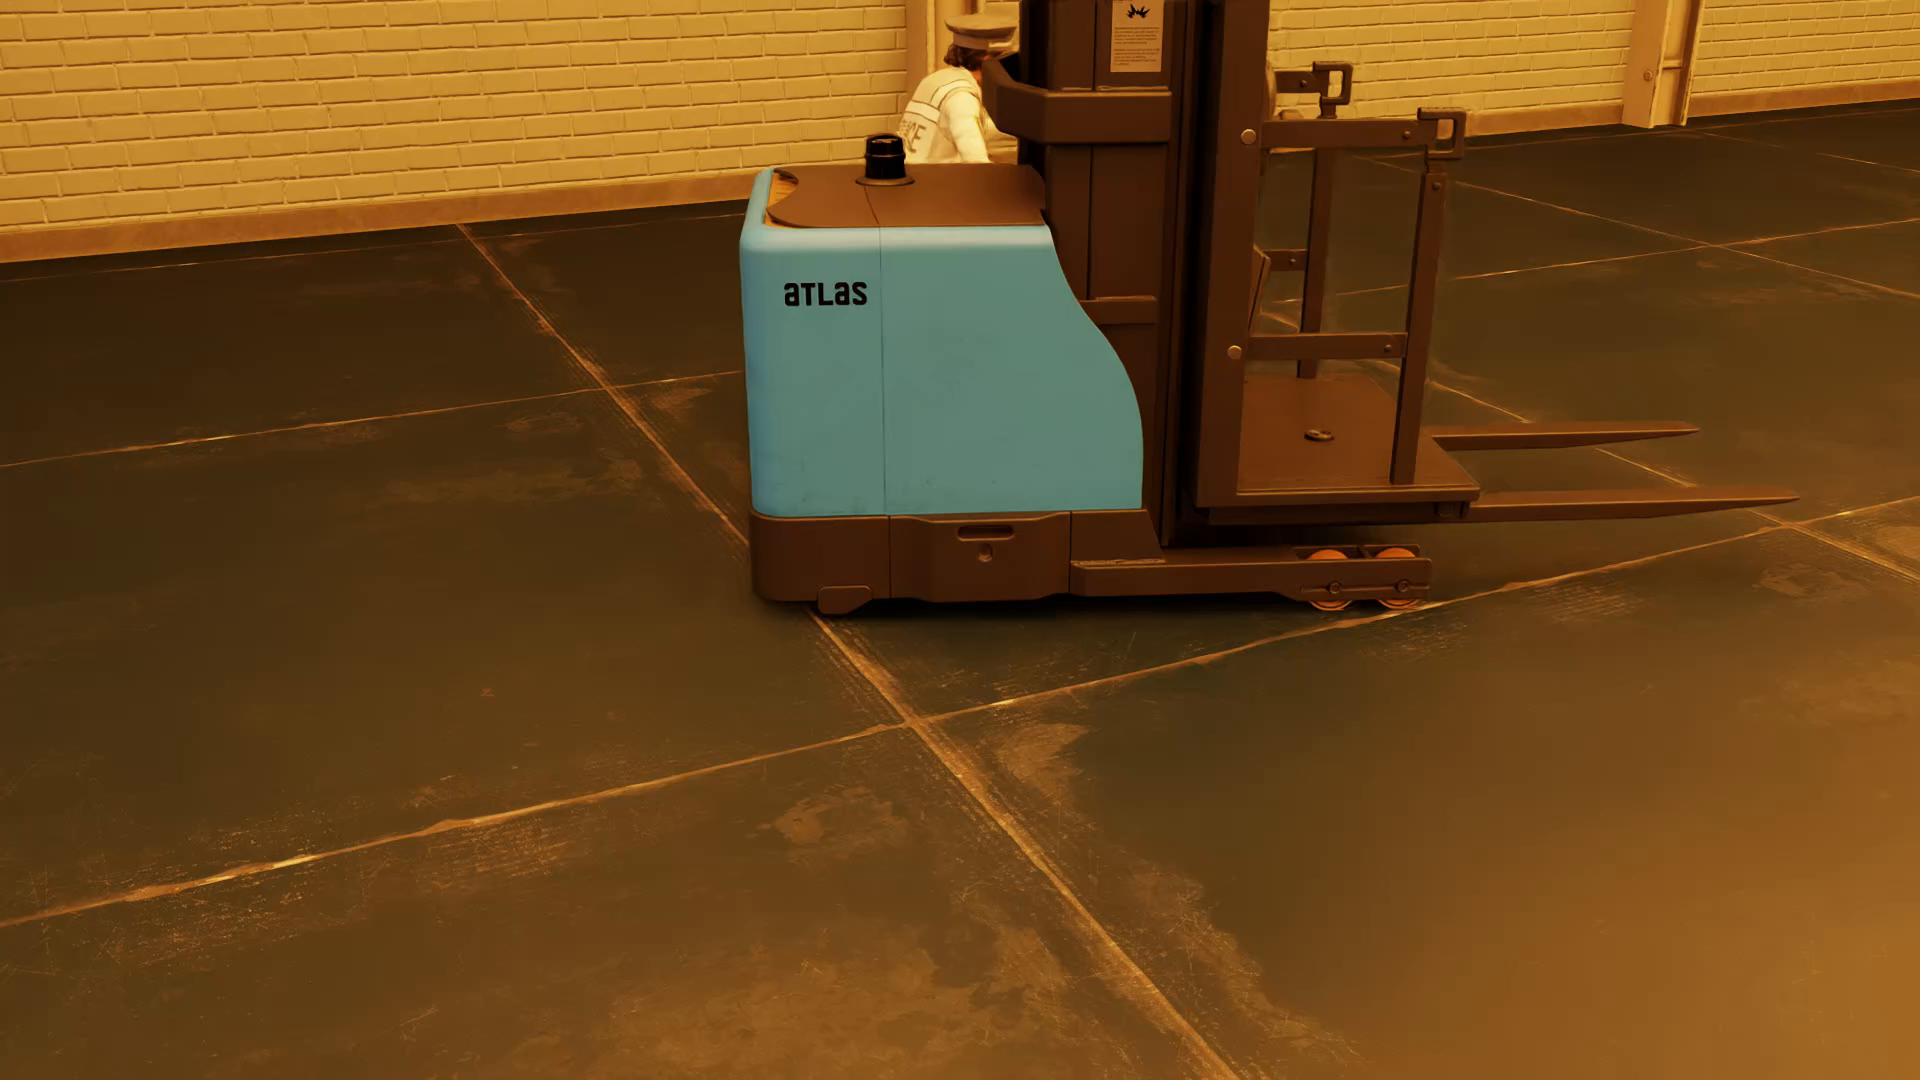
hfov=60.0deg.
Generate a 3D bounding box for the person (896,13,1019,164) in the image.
[{"bbox_3d":[0.129,-1.149,6.020,0.858,1.428,0.991,-12,26,-27],"label":"person"}]

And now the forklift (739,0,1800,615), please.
[{"bbox_3d":[0.906,-1.358,4.555,3.031,2.935,1.130,-2,23,-4],"label":"forklift"}]
